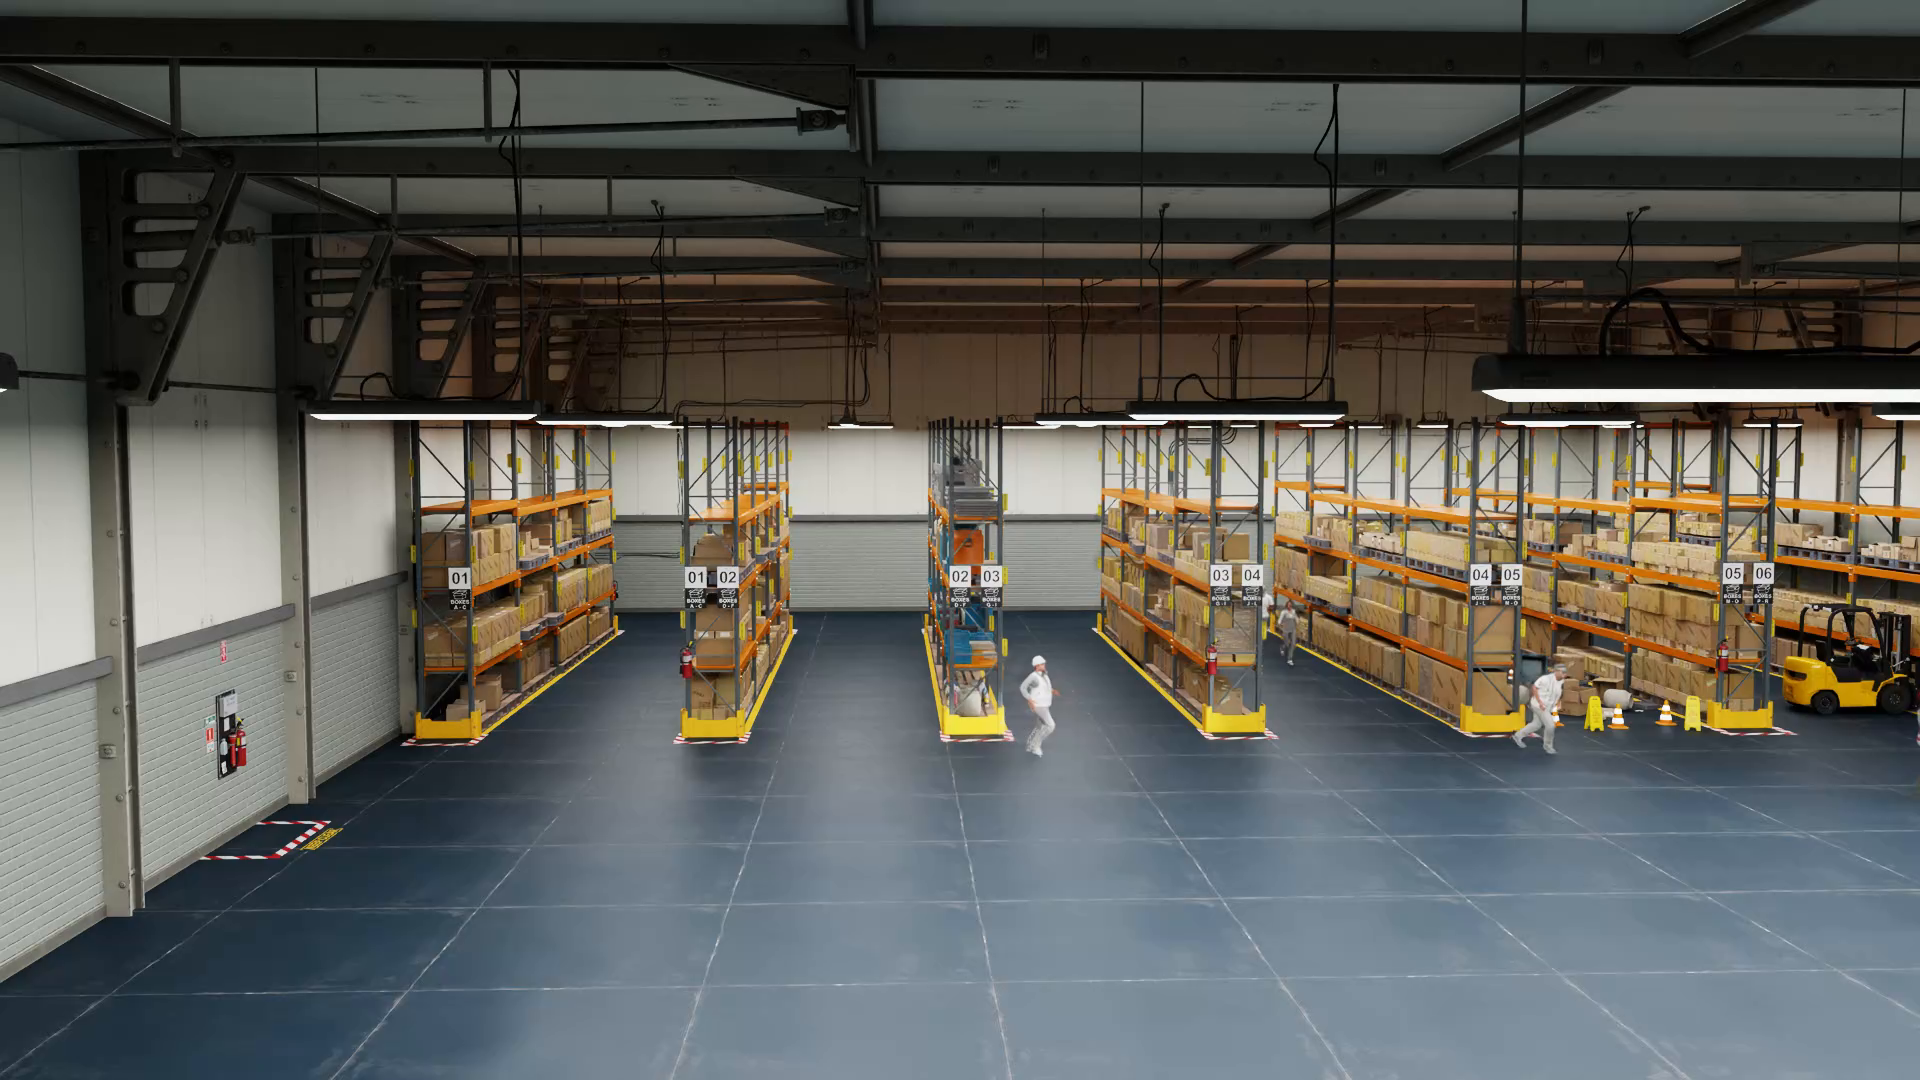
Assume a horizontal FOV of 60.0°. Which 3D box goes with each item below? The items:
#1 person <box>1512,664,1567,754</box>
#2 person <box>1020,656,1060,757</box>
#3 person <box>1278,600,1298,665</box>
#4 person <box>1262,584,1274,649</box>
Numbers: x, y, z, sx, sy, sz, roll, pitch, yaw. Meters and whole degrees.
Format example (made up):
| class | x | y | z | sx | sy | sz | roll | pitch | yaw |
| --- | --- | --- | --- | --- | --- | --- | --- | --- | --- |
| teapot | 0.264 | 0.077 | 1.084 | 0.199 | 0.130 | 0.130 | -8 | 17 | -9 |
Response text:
| class | x | y | z | sx | sy | sz | roll | pitch | yaw |
| --- | --- | --- | --- | --- | --- | --- | --- | --- | --- |
| person | 10.399 | 3.003 | 29.774 | 0.645 | 1.666 | 0.983 | -3 | 5 | -38 |
| person | 1.441 | 2.926 | 29.311 | 0.683 | 1.758 | 0.639 | 2 | 4 | 27 |
| person | 8.104 | 2.270 | 40.991 | 0.536 | 1.575 | 0.734 | 0 | 4 | -7 |
| person | 7.877 | 2.009 | 43.449 | 0.685 | 1.738 | 0.665 | 0 | 4 | -2 |
